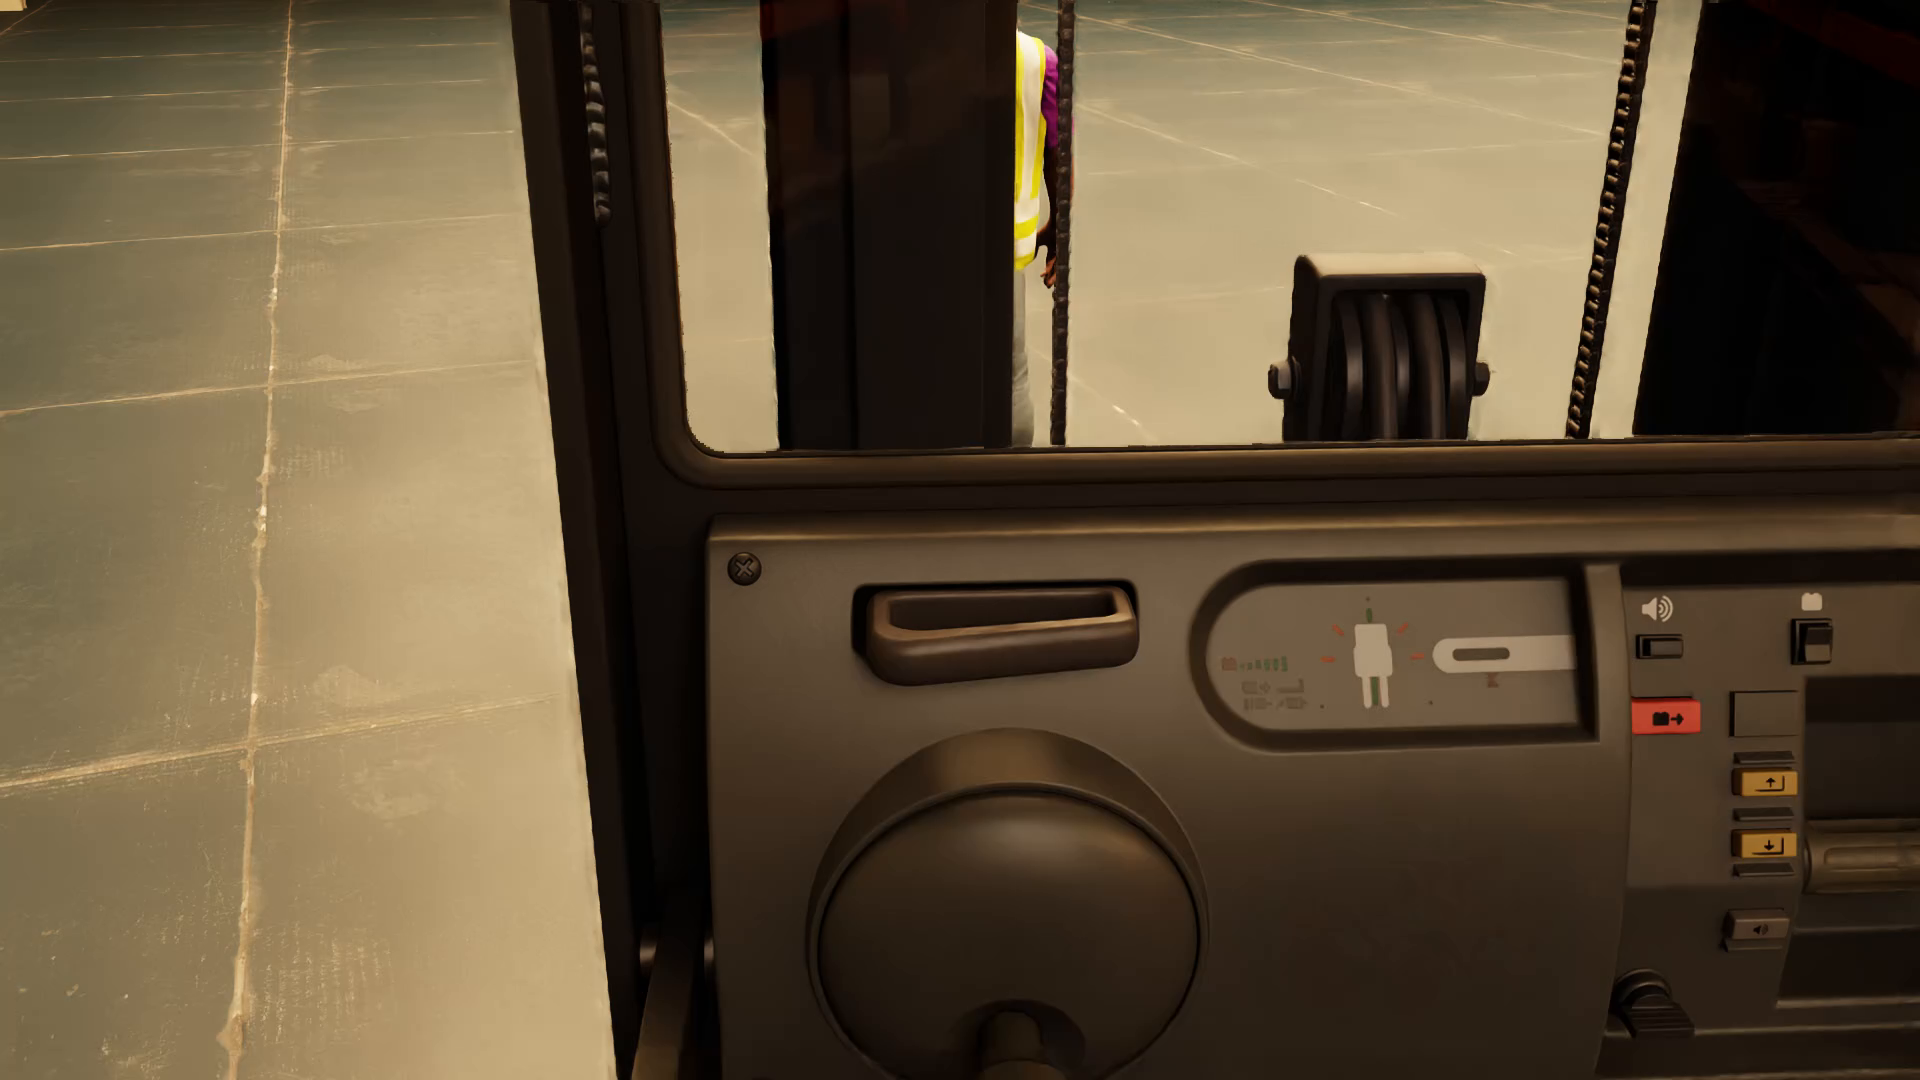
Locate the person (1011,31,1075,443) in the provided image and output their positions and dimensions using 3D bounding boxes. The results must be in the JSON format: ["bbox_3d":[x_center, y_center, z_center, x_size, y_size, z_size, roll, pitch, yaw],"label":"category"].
[{"bbox_3d":[-0.019,-0.844,4.798,0.665,1.761,0.575,-8,24,-18],"label":"person"}]
